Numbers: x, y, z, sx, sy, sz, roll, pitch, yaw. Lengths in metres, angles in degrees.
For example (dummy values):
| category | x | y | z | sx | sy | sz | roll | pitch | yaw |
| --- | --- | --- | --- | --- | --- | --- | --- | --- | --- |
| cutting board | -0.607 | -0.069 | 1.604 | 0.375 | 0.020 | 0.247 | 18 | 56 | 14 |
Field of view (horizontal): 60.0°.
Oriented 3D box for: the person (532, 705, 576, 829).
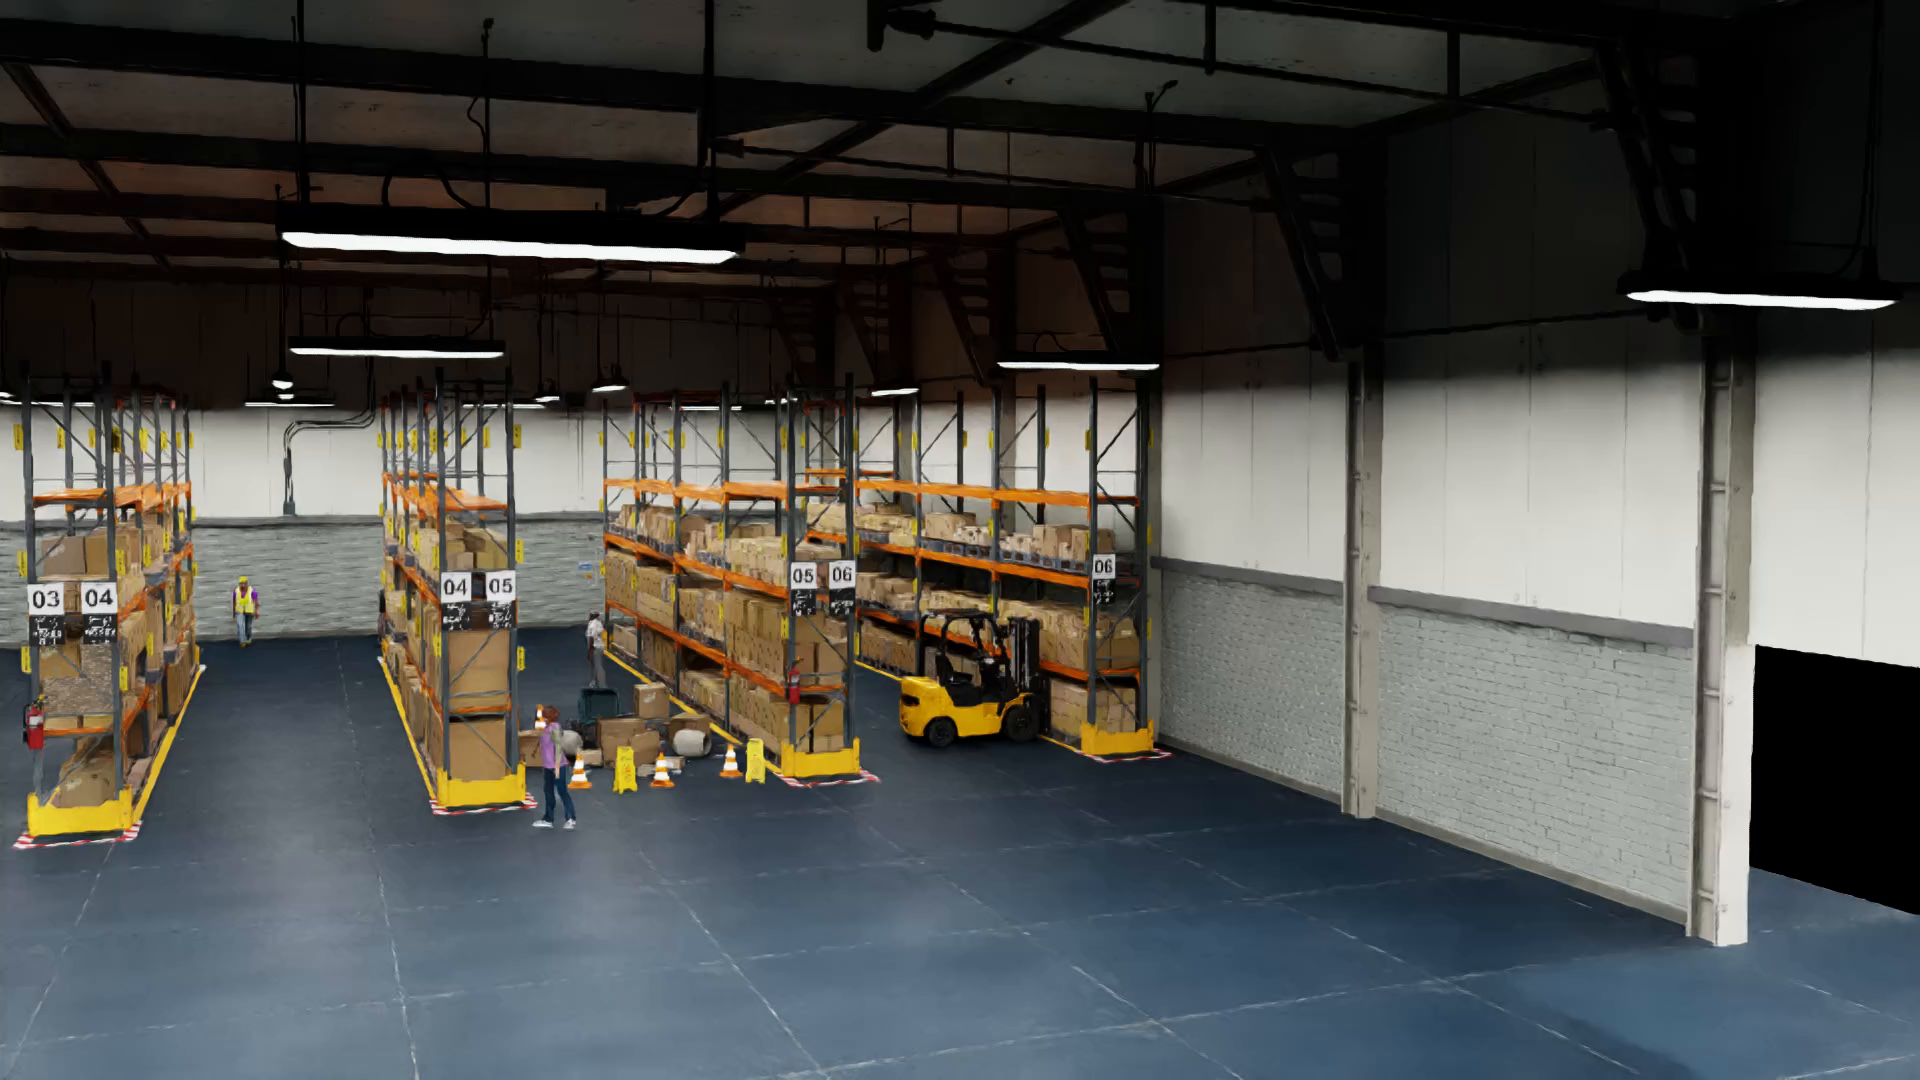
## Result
| category | x | y | z | sx | sy | sz | roll | pitch | yaw |
| --- | --- | --- | --- | --- | --- | --- | --- | --- | --- |
| person | -5.215 | 2.916 | 21.415 | 0.478 | 1.596 | 0.526 | -2 | 4 | -33 |

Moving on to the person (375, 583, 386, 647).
| category | x | y | z | sx | sy | sz | roll | pitch | yaw |
| --- | --- | --- | --- | --- | --- | --- | --- | --- | --- |
| person | -13.825 | 1.749 | 40.329 | 0.574 | 1.669 | 0.955 | 0 | 3 | 0 |

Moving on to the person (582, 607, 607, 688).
| category | x | y | z | sx | sy | sz | roll | pitch | yaw |
| --- | --- | --- | --- | --- | --- | --- | --- | --- | --- |
| person | -7.260 | 2.173 | 32.979 | 0.560 | 1.663 | 0.587 | 0 | 3 | 2 |

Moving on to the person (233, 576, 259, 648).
| category | x | y | z | sx | sy | sz | roll | pitch | yaw |
| --- | --- | --- | --- | --- | --- | --- | --- | --- | --- |
| person | -17.300 | 1.725 | 40.269 | 0.591 | 1.716 | 1.042 | -1 | 4 | -23 |
